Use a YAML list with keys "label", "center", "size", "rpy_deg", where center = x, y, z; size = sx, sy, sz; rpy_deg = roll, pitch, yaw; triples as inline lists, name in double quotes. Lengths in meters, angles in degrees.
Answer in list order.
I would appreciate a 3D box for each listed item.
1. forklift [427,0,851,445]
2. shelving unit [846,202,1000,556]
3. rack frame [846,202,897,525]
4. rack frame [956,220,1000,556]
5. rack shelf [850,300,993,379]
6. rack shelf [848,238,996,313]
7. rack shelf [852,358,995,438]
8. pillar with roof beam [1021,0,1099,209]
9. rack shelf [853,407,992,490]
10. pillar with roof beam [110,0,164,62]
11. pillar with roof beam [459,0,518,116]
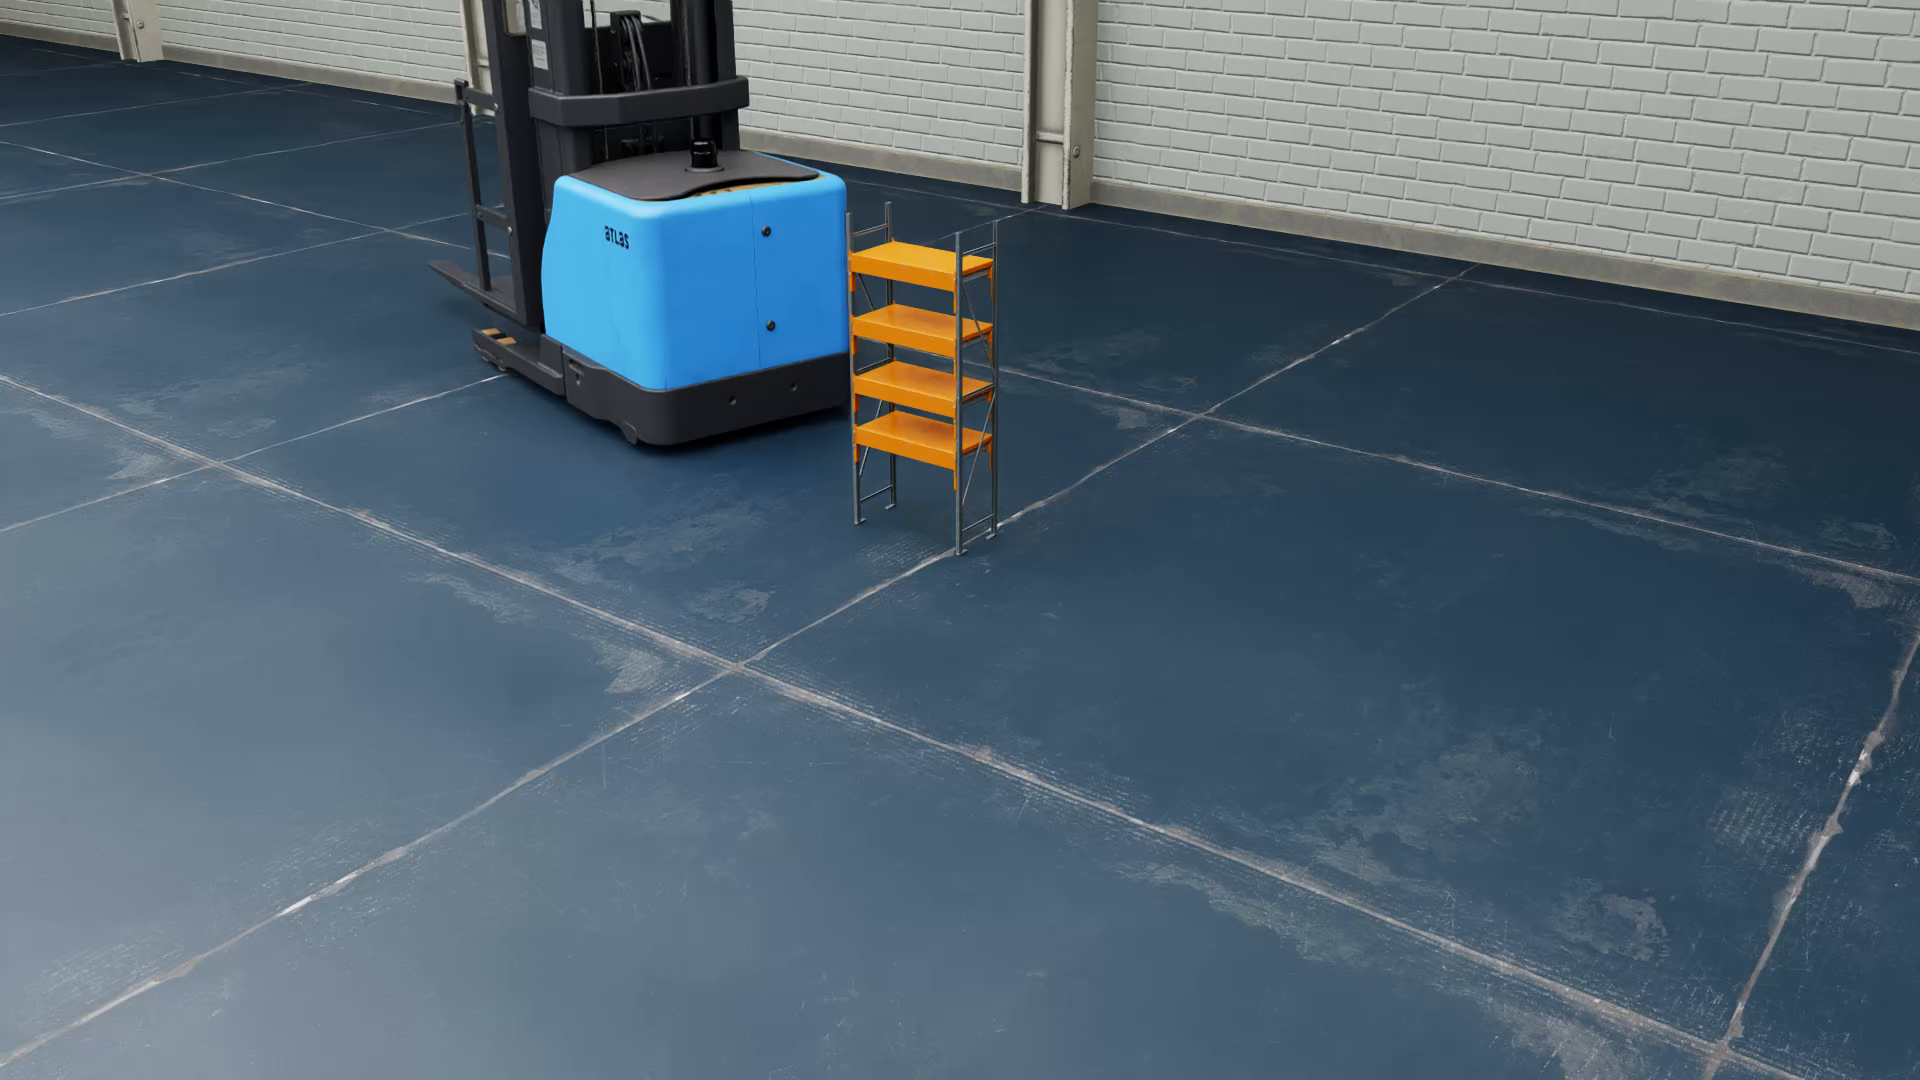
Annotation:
- label: "forklift"
  center: [-1.762, -2.268, 7.763]
  size: [1.130, 2.935, 3.031]
  rpy_deg: [-17, 29, -34]
- label: "shelving unit"
  center: [-0.132, -0.589, 6.099]
  size: [0.503, 1.200, 0.258]
  rpy_deg: [17, 29, 33]
- label: "rack frame"
  center: [-0.328, -0.648, 6.233]
  size: [0.015, 1.200, 0.240]
  rpy_deg: [17, 29, 33]
- label: "rack frame"
  center: [0.063, -0.530, 5.965]
  size: [0.015, 1.200, 0.240]
  rpy_deg: [17, 29, 33]
- label: "rack shelf"
  center: [-0.132, -0.732, 6.036]
  size: [0.480, 0.148, 0.258]
  rpy_deg: [17, 29, 33]
- label: "rack shelf"
  center: [-0.132, -0.949, 5.940]
  size: [0.480, 0.148, 0.258]
  rpy_deg: [17, 29, 33]
- label: "rack shelf"
  center: [-0.132, -0.528, 6.126]
  size: [0.480, 0.148, 0.258]
  rpy_deg: [17, 29, 33]
- label: "pillar with roof beam"
  center: [-1.907, -5.089, 6.639]
  size: [0.400, 9.000, 9.100]
  rpy_deg: [17, 29, 33]
- label: "rack shelf"
  center: [-0.132, -0.346, 6.206]
  size: [0.480, 0.148, 0.258]
  rpy_deg: [17, 29, 33]
- label: "pillar with roof beam"
  center: [-11.510, -7.990, 13.225]
  size: [0.400, 9.000, 9.100]
  rpy_deg: [17, 29, 33]
- label: "pillar with roof beam"
  center: [-6.708, -6.540, 9.932]
  size: [0.400, 9.000, 9.100]
  rpy_deg: [17, 29, 33]
